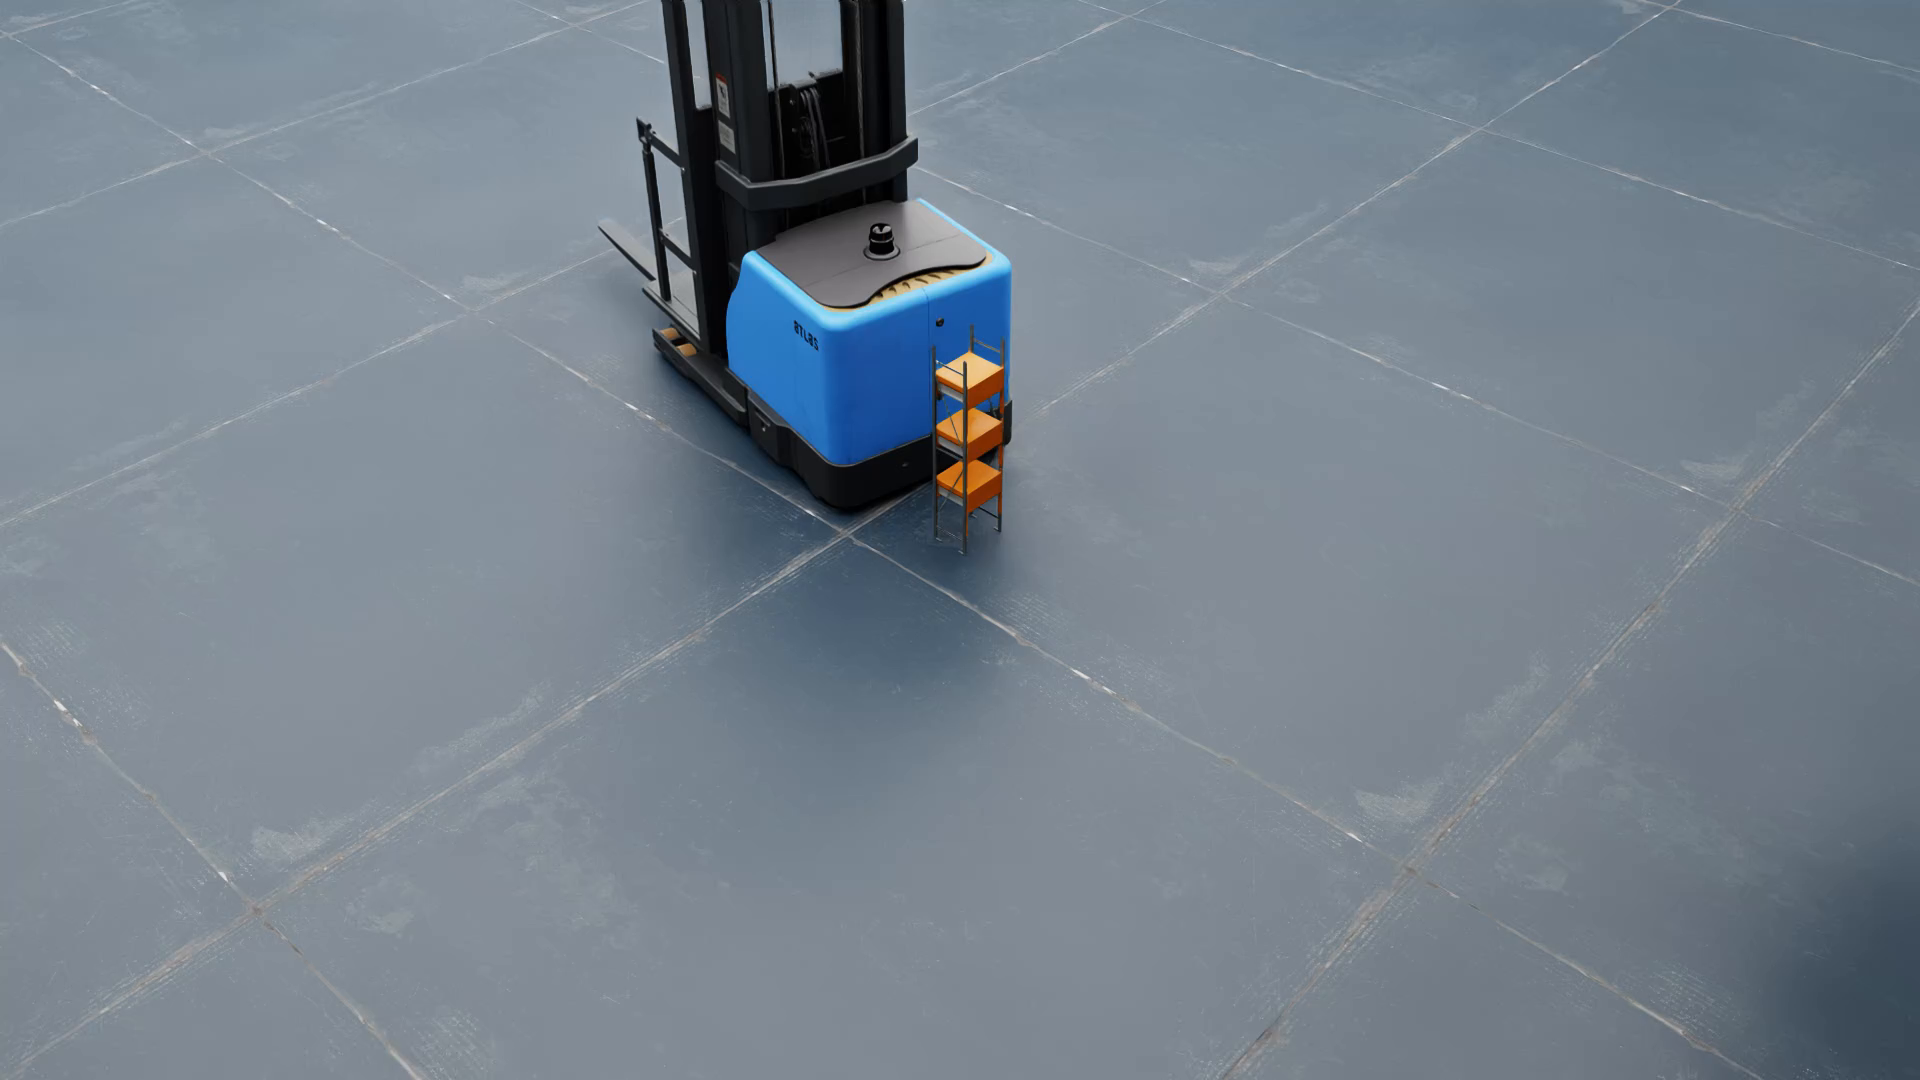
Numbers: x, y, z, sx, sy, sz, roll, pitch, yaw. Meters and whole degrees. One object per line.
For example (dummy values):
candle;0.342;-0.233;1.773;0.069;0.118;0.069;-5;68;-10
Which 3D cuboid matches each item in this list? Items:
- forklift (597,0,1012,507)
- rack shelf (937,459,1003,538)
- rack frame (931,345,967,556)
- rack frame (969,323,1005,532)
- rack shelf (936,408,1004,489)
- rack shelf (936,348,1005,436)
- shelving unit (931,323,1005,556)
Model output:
forklift;-0.993;-2.179;8.135;1.130;2.935;3.031;-23;44;-26
rack shelf;0.036;-0.210;7.634;0.215;0.259;0.240;30;47;32
rack frame;-0.046;-0.379;7.384;0.200;1.050;0.008;30;47;32
rack frame;0.118;-0.492;7.525;0.200;1.050;0.008;30;47;32
rack shelf;0.036;-0.427;7.461;0.215;0.259;0.240;30;47;32
rack shelf;0.036;-0.649;7.284;0.215;0.259;0.240;30;47;32
shelving unit;0.036;-0.435;7.454;0.215;1.050;0.252;30;47;32
